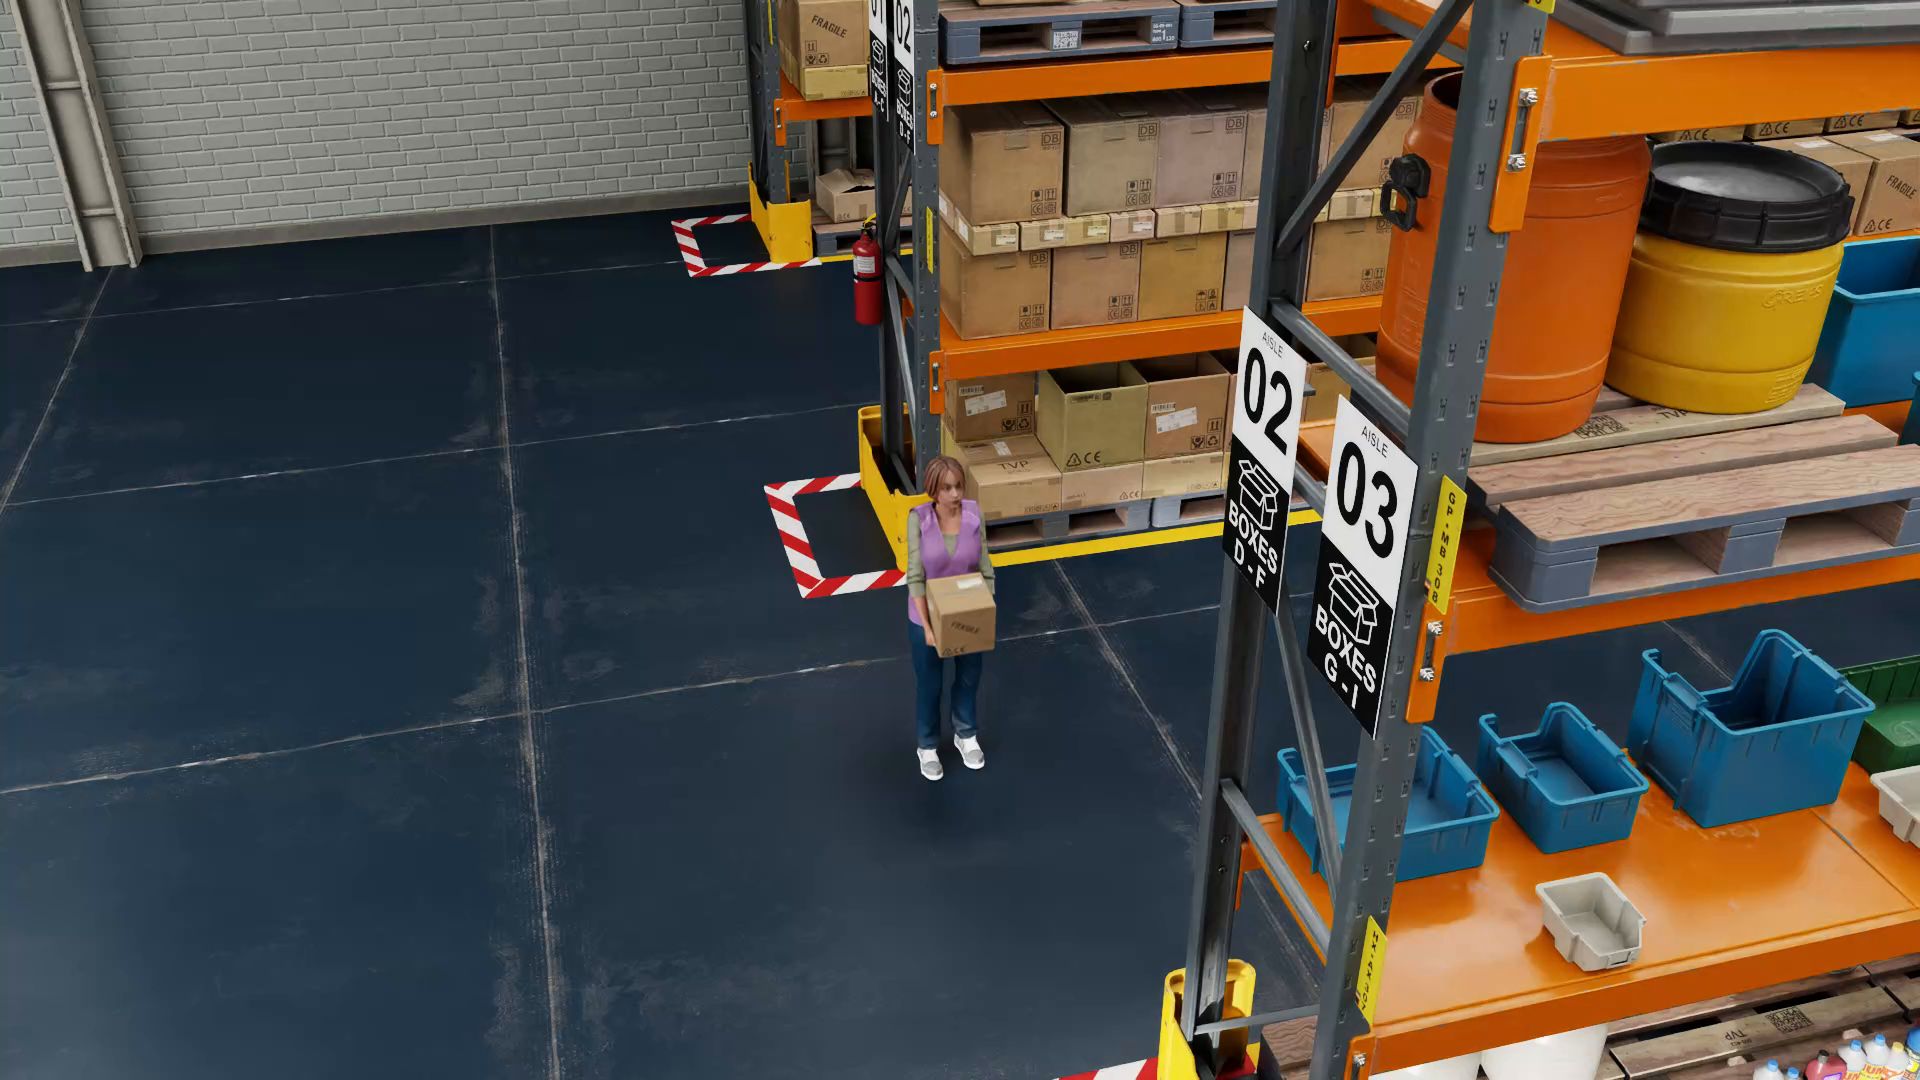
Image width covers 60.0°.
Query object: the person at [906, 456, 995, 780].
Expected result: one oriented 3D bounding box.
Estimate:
[{"bbox_3d":[-0.037,0.393,7.579,0.408,1.589,0.495,-8,32,-13],"label":"person"}]
